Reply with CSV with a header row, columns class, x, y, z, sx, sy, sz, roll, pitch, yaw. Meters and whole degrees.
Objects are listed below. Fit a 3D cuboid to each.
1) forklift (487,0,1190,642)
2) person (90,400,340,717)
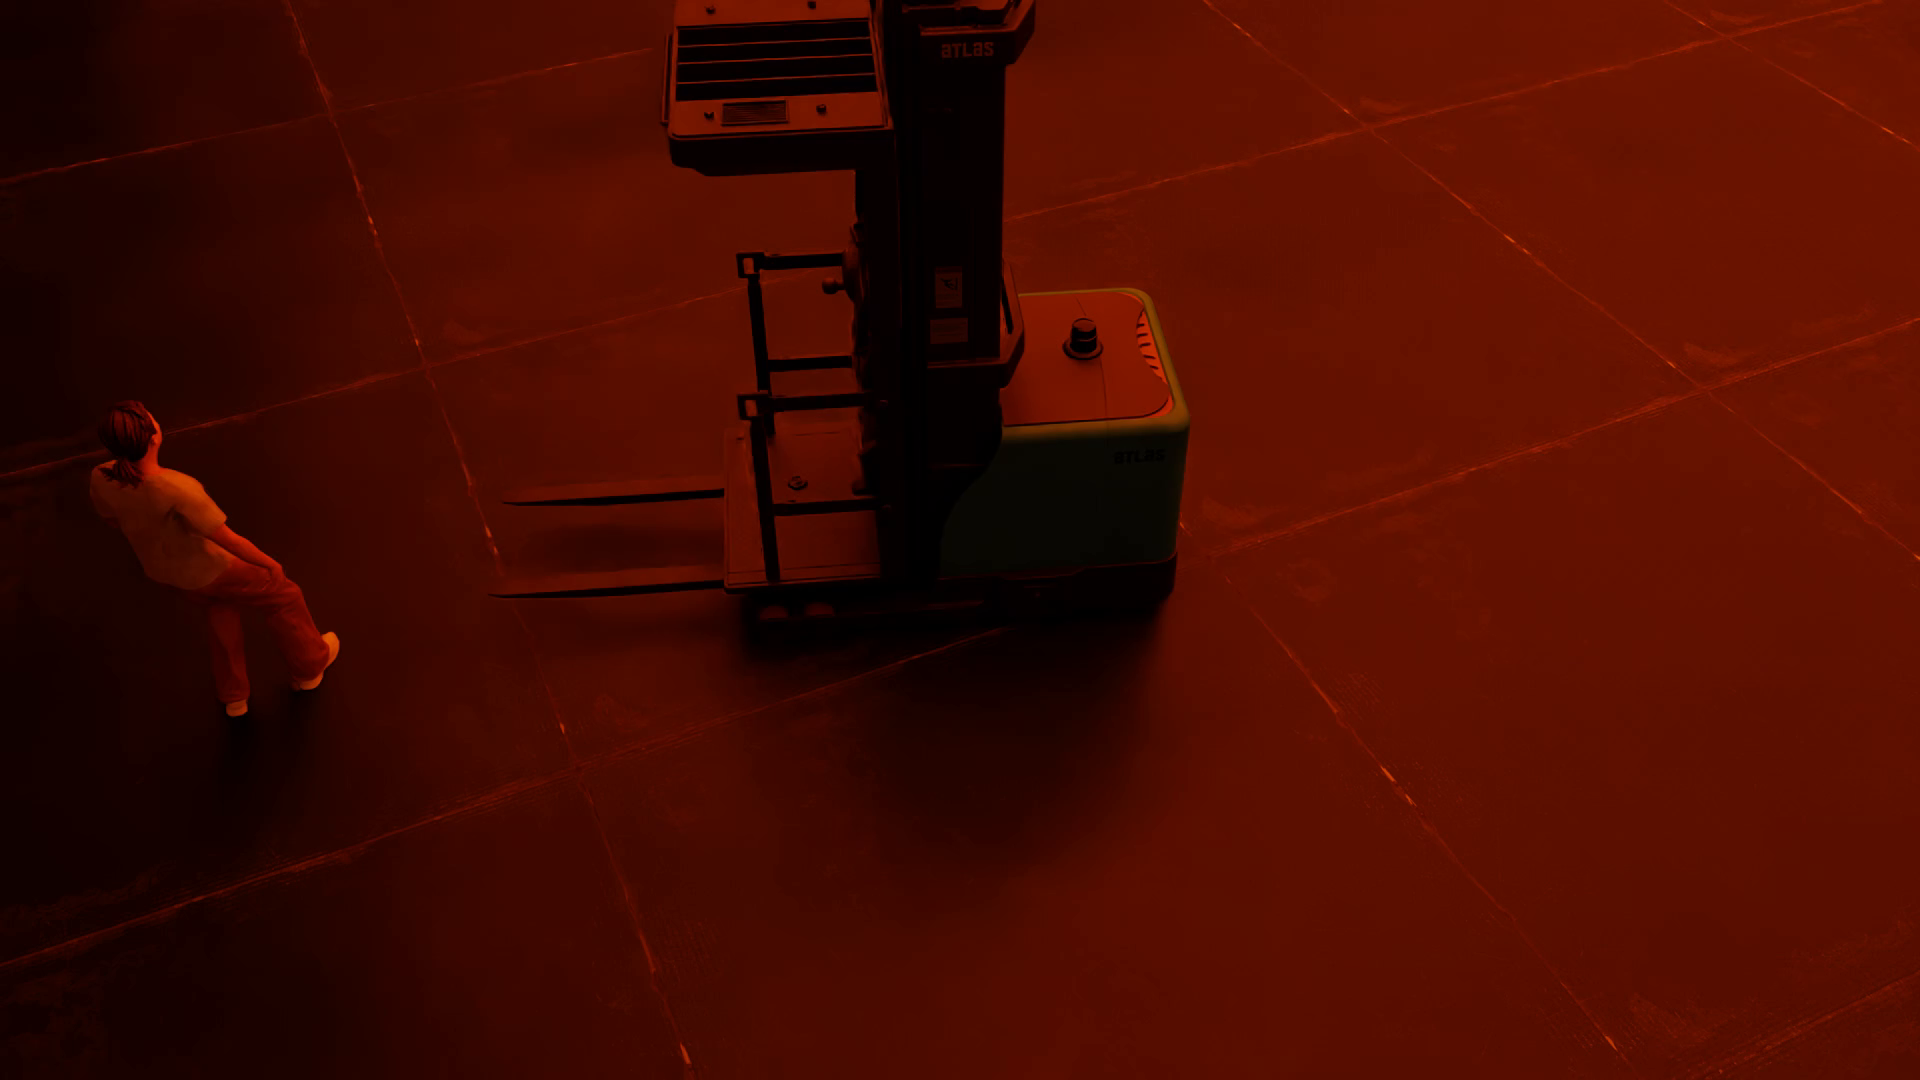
class,x,y,z,sx,sy,sz,roll,pitch,yaw
forklift,-0.588,-1.003,6.755,3.031,2.935,1.130,-4,43,-4
person,-2.953,0.031,6.607,0.622,1.635,0.622,11,44,12
